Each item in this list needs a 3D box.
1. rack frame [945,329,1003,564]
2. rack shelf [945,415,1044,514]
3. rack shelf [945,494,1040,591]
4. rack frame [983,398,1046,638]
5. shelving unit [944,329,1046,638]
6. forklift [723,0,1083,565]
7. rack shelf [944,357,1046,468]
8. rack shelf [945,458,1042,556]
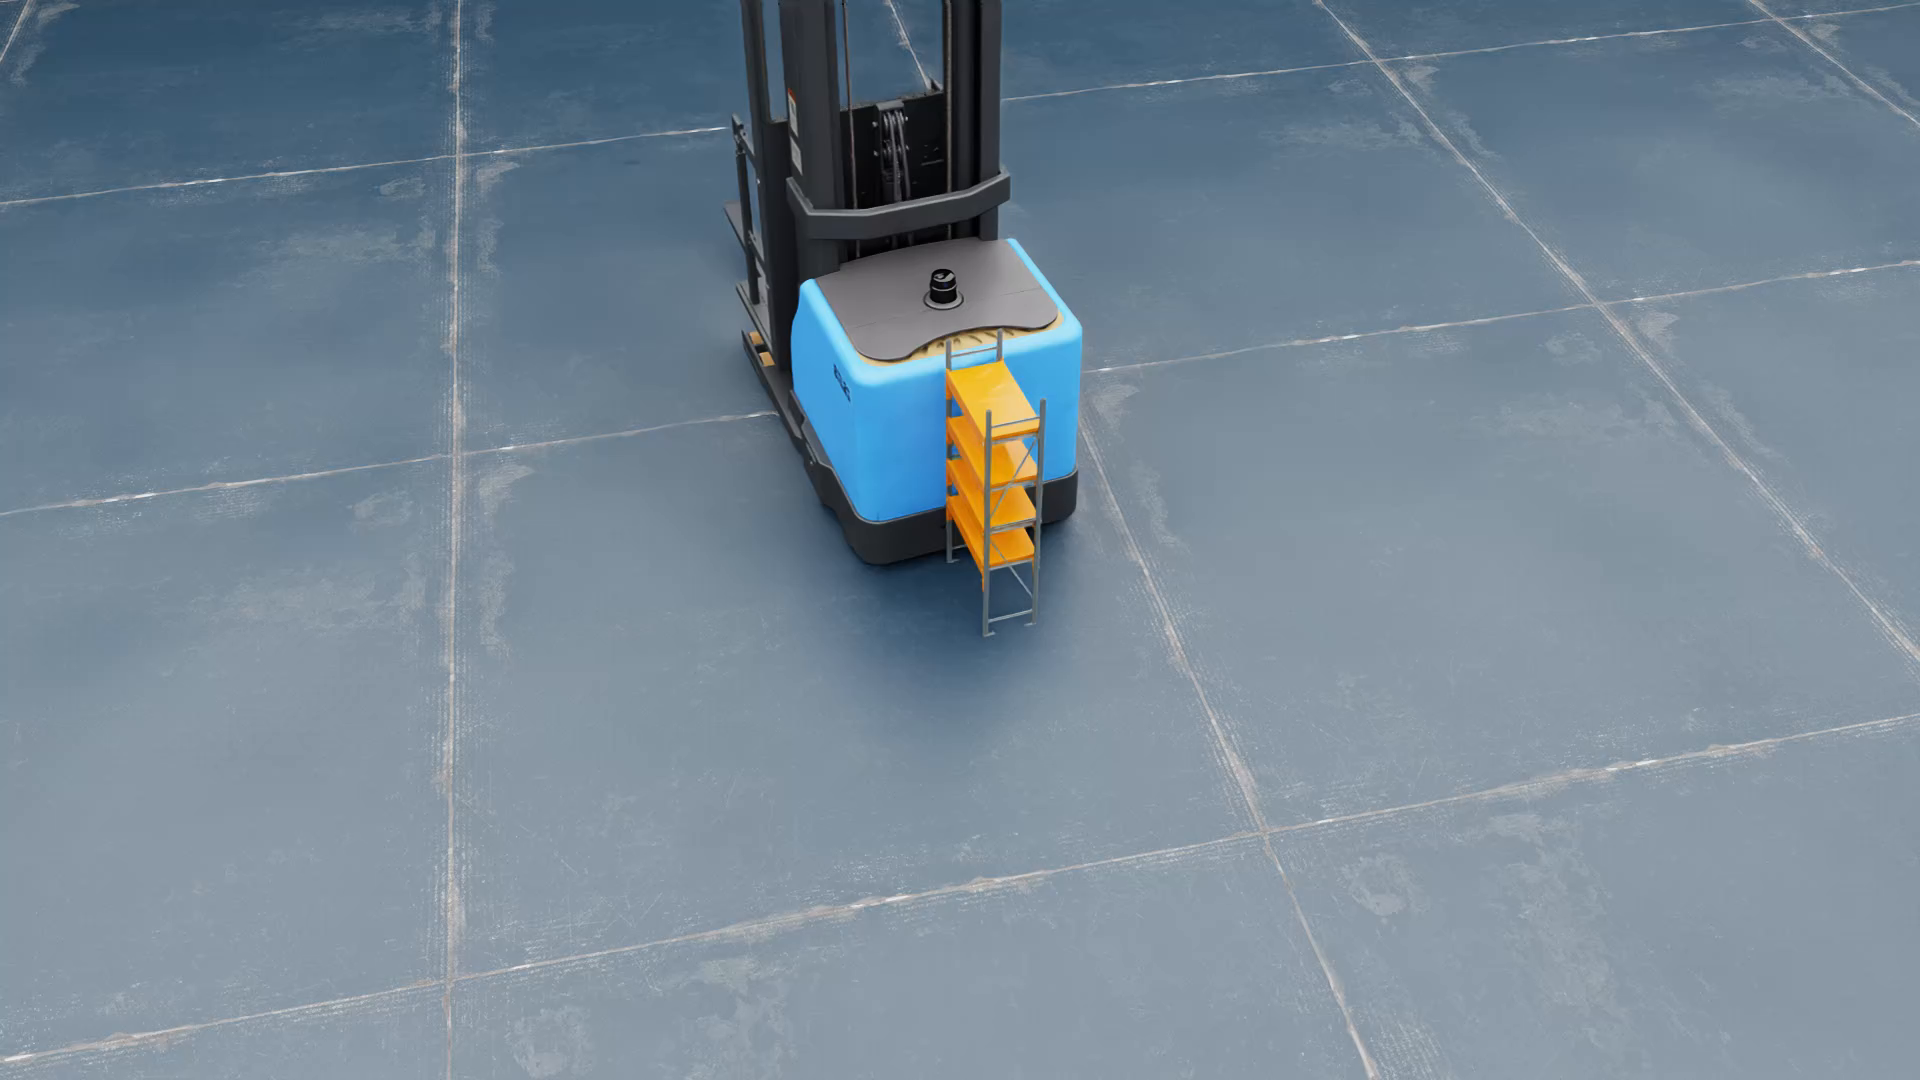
[{"bbox_3d":[0.057,-0.371,7.046,0.240,1.200,0.015,-13,43,-14],"label":"rack frame"},{"bbox_3d":[0.135,-0.334,6.769,0.258,0.148,0.480,-13,43,-14],"label":"rack shelf"},{"bbox_3d":[0.135,-0.018,7.049,0.258,0.148,0.480,-13,43,-14],"label":"rack shelf"},{"bbox_3d":[0.213,-0.064,6.700,0.240,1.200,0.015,-13,43,-14],"label":"rack frame"},{"bbox_3d":[0.135,-0.217,6.873,0.258,1.200,0.503,-13,43,-14],"label":"shelving unit"},{"bbox_3d":[-0.471,-1.976,7.549,1.130,2.935,3.031,-14,44,-16],"label":"forklift"},{"bbox_3d":[0.135,-0.511,6.612,0.258,0.148,0.480,-13,43,-14],"label":"rack shelf"},{"bbox_3d":[0.135,-0.167,6.917,0.258,0.148,0.480,-13,43,-14],"label":"rack shelf"}]
